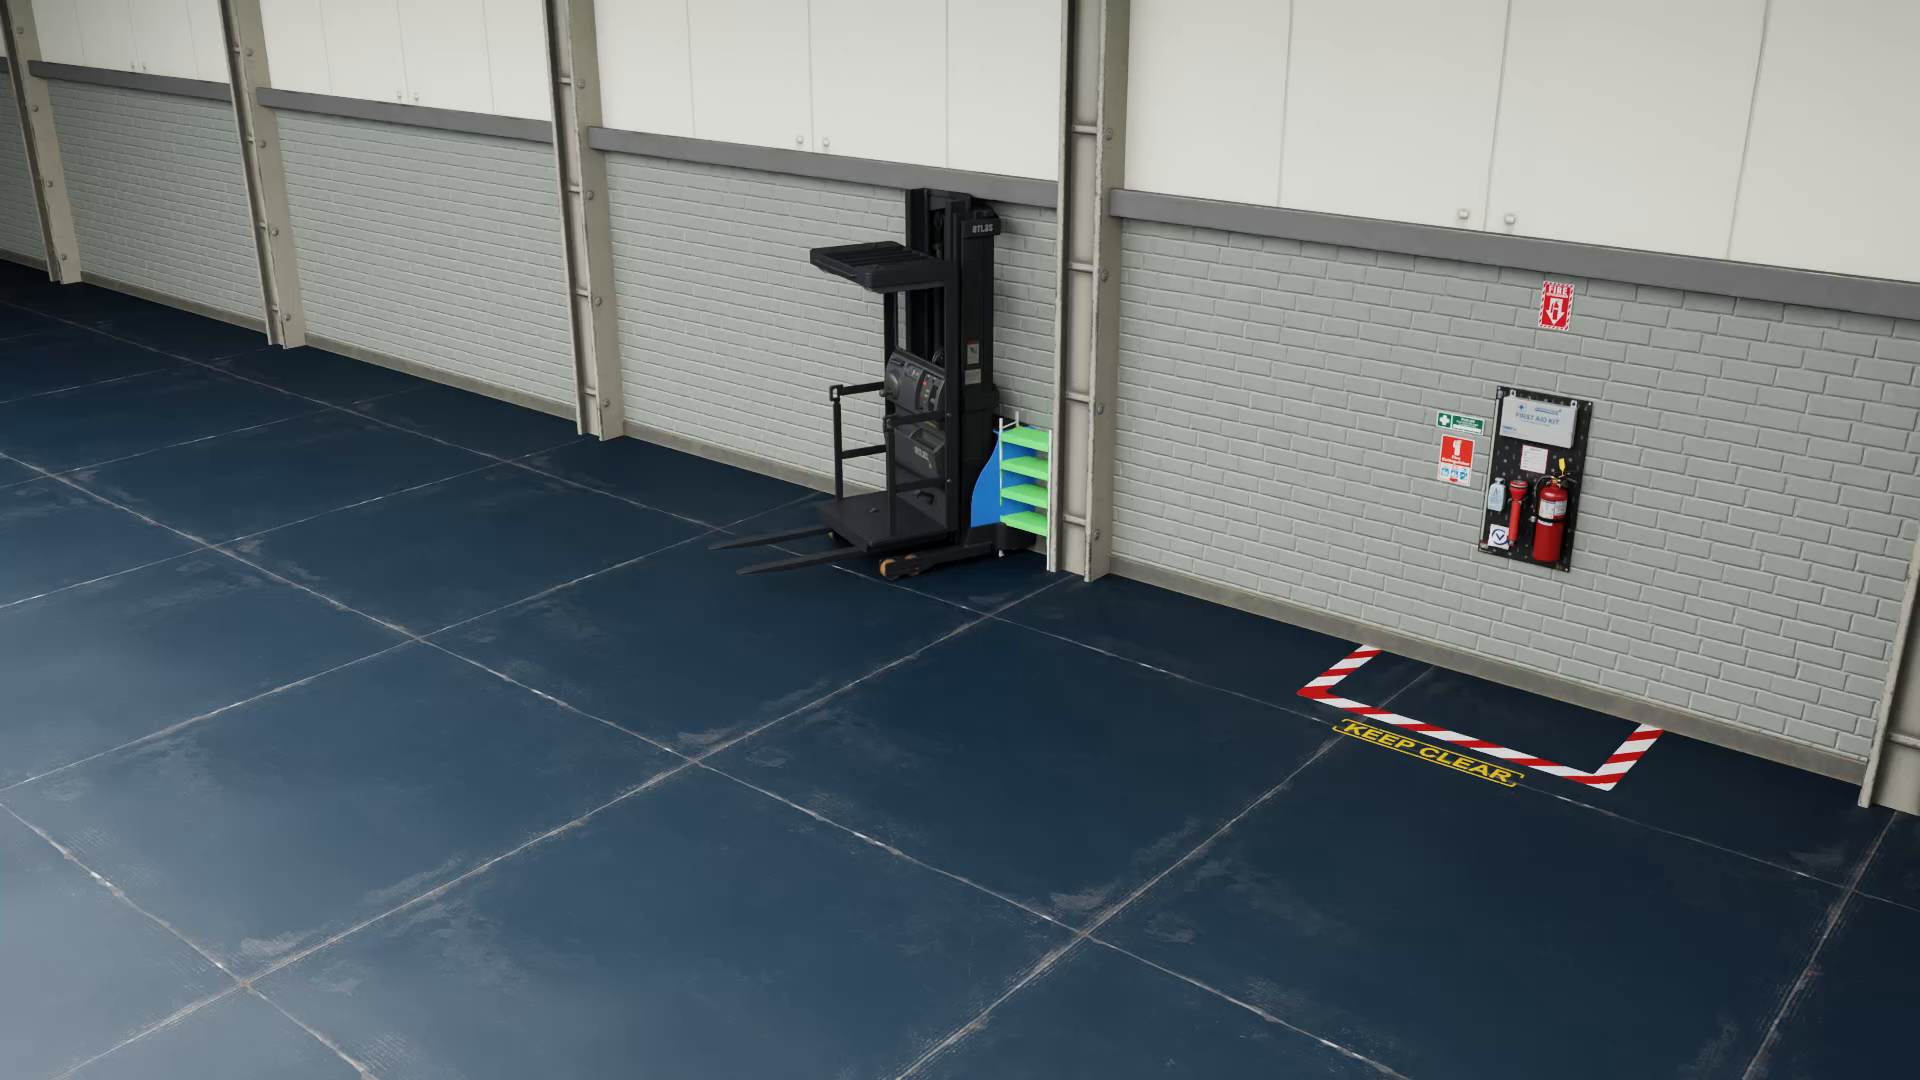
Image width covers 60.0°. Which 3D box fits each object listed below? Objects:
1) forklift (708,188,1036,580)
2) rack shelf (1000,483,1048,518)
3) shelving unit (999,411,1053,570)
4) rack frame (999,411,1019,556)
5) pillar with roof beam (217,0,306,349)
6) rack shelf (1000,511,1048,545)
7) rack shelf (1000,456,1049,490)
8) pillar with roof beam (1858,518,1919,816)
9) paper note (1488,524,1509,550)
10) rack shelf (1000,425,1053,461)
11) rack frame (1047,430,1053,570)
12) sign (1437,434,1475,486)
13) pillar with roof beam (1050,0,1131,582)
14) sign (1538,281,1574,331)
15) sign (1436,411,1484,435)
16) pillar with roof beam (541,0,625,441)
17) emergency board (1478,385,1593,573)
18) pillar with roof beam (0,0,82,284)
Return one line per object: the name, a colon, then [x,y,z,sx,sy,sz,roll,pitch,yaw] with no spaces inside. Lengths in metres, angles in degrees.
forklift: [-0.548,-1.265,13.368,3.031,2.935,1.130,-11,23,-27]
rack shelf: [0.593,-0.339,13.554,0.480,0.148,0.258,16,28,35]
shelving unit: [0.593,-0.398,13.529,0.503,1.200,0.258,16,28,35]
rack frame: [0.401,-0.455,13.669,0.015,1.200,0.240,16,28,35]
pillar with roof beam: [-11.042,-5.460,15.893,0.400,9.000,9.100,16,26,36]
rack shelf: [0.594,-0.117,13.645,0.480,0.148,0.258,16,28,35]
rack shelf: [0.592,-0.561,13.463,0.480,0.148,0.258,16,28,35]
pillar with roof beam: [2.903,-1.444,5.243,0.400,9.000,9.100,16,26,36]
paper note: [3.642,-0.021,11.222,0.142,0.148,0.016,16,26,36]
rack shelf: [0.591,-0.783,13.372,0.480,0.148,0.258,16,28,35]
rack frame: [0.785,-0.342,13.390,0.015,1.200,0.240,16,28,35]
sign: [3.372,-0.544,11.308,0.234,0.329,0.001,16,26,36]
pillar with roof beam: [-1.745,-2.782,8.793,0.400,9.000,9.100,16,26,36]
sign: [3.792,-1.489,10.580,0.199,0.298,0.001,16,26,36]
sign: [3.370,-0.788,11.205,0.331,0.109,0.001,16,26,36]
pillar with roof beam: [-6.393,-4.121,12.343,0.400,9.000,9.100,16,26,36]
emergency board: [3.735,-0.375,10.912,0.643,1.169,0.194,16,26,36]
pillar with roof beam: [-15.690,-6.798,19.442,0.400,9.000,9.100,16,26,36]
